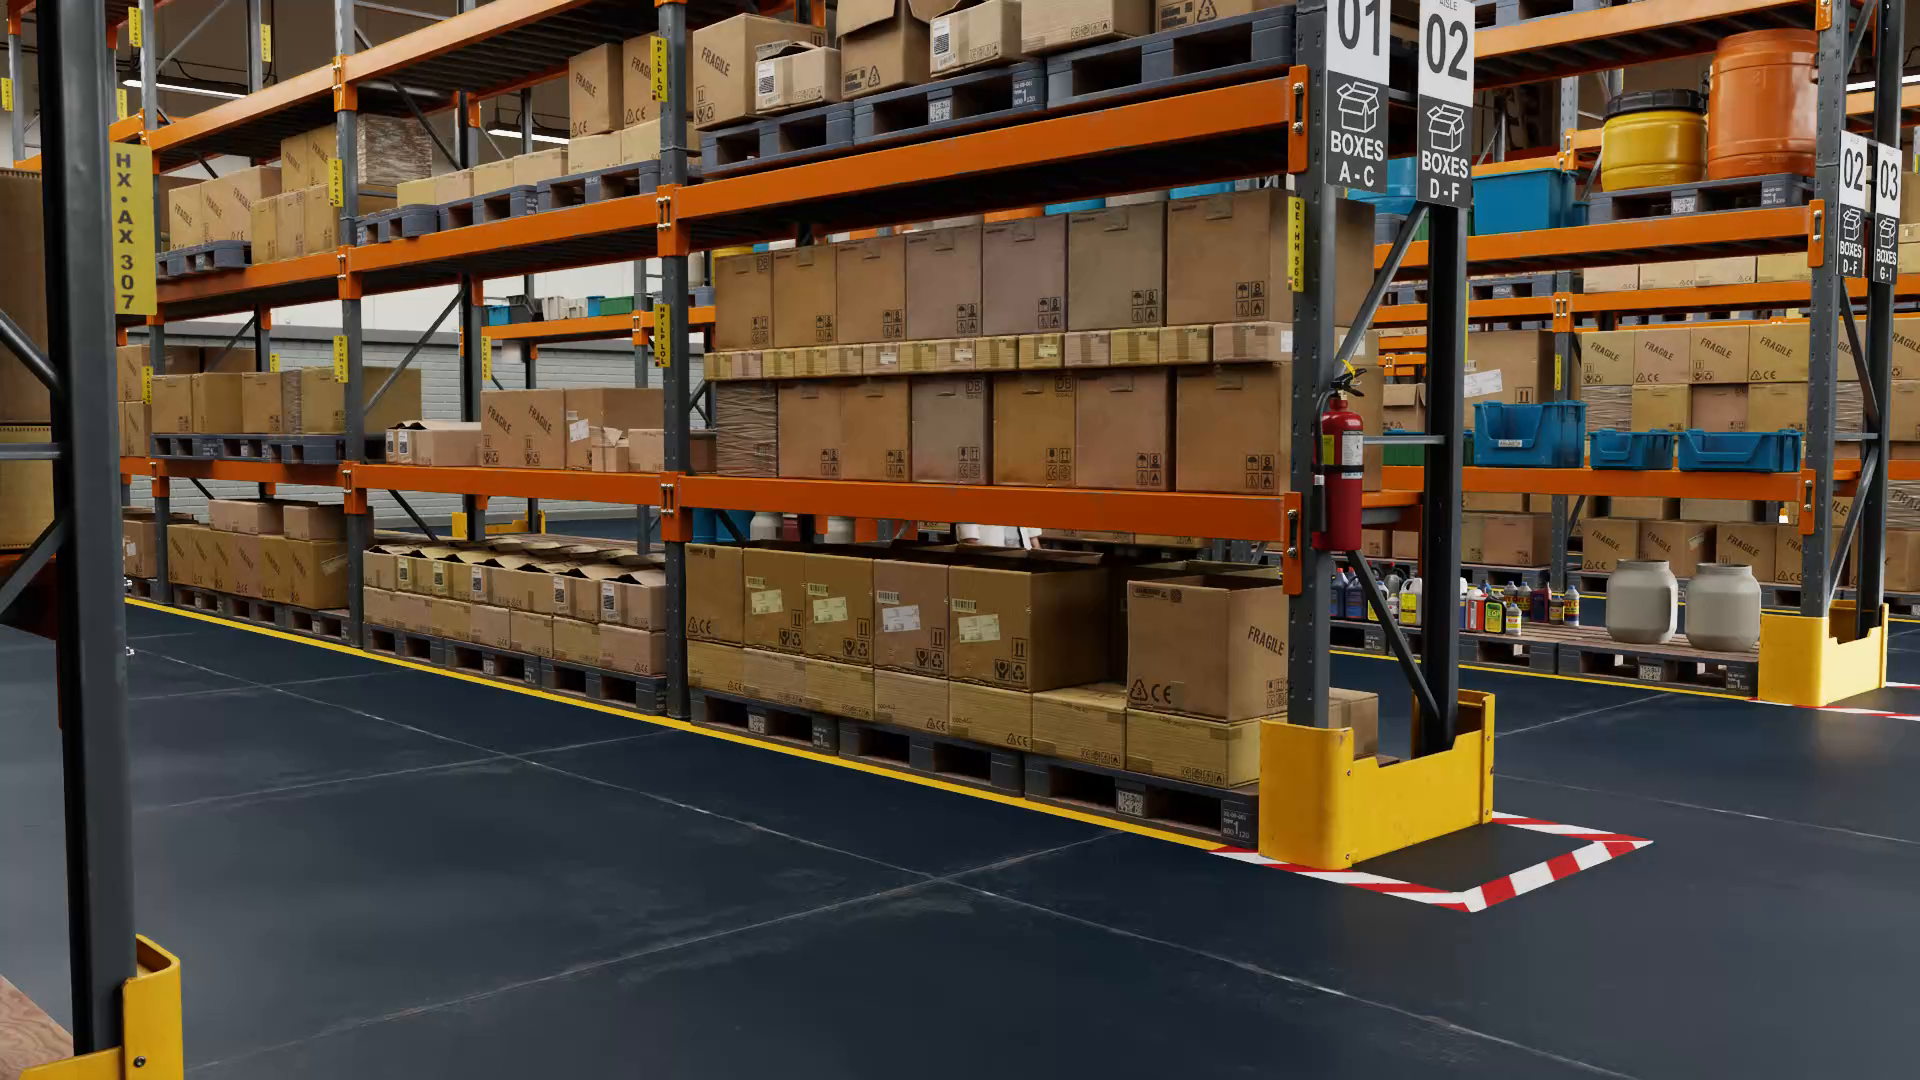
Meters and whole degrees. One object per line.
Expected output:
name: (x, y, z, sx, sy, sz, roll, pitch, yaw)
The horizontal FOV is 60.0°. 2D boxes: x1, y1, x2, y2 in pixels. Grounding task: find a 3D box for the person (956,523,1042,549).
person: (0.231, 0.008, 9.846, 0.644, 1.774, 0.424, -4, 5, -43)
